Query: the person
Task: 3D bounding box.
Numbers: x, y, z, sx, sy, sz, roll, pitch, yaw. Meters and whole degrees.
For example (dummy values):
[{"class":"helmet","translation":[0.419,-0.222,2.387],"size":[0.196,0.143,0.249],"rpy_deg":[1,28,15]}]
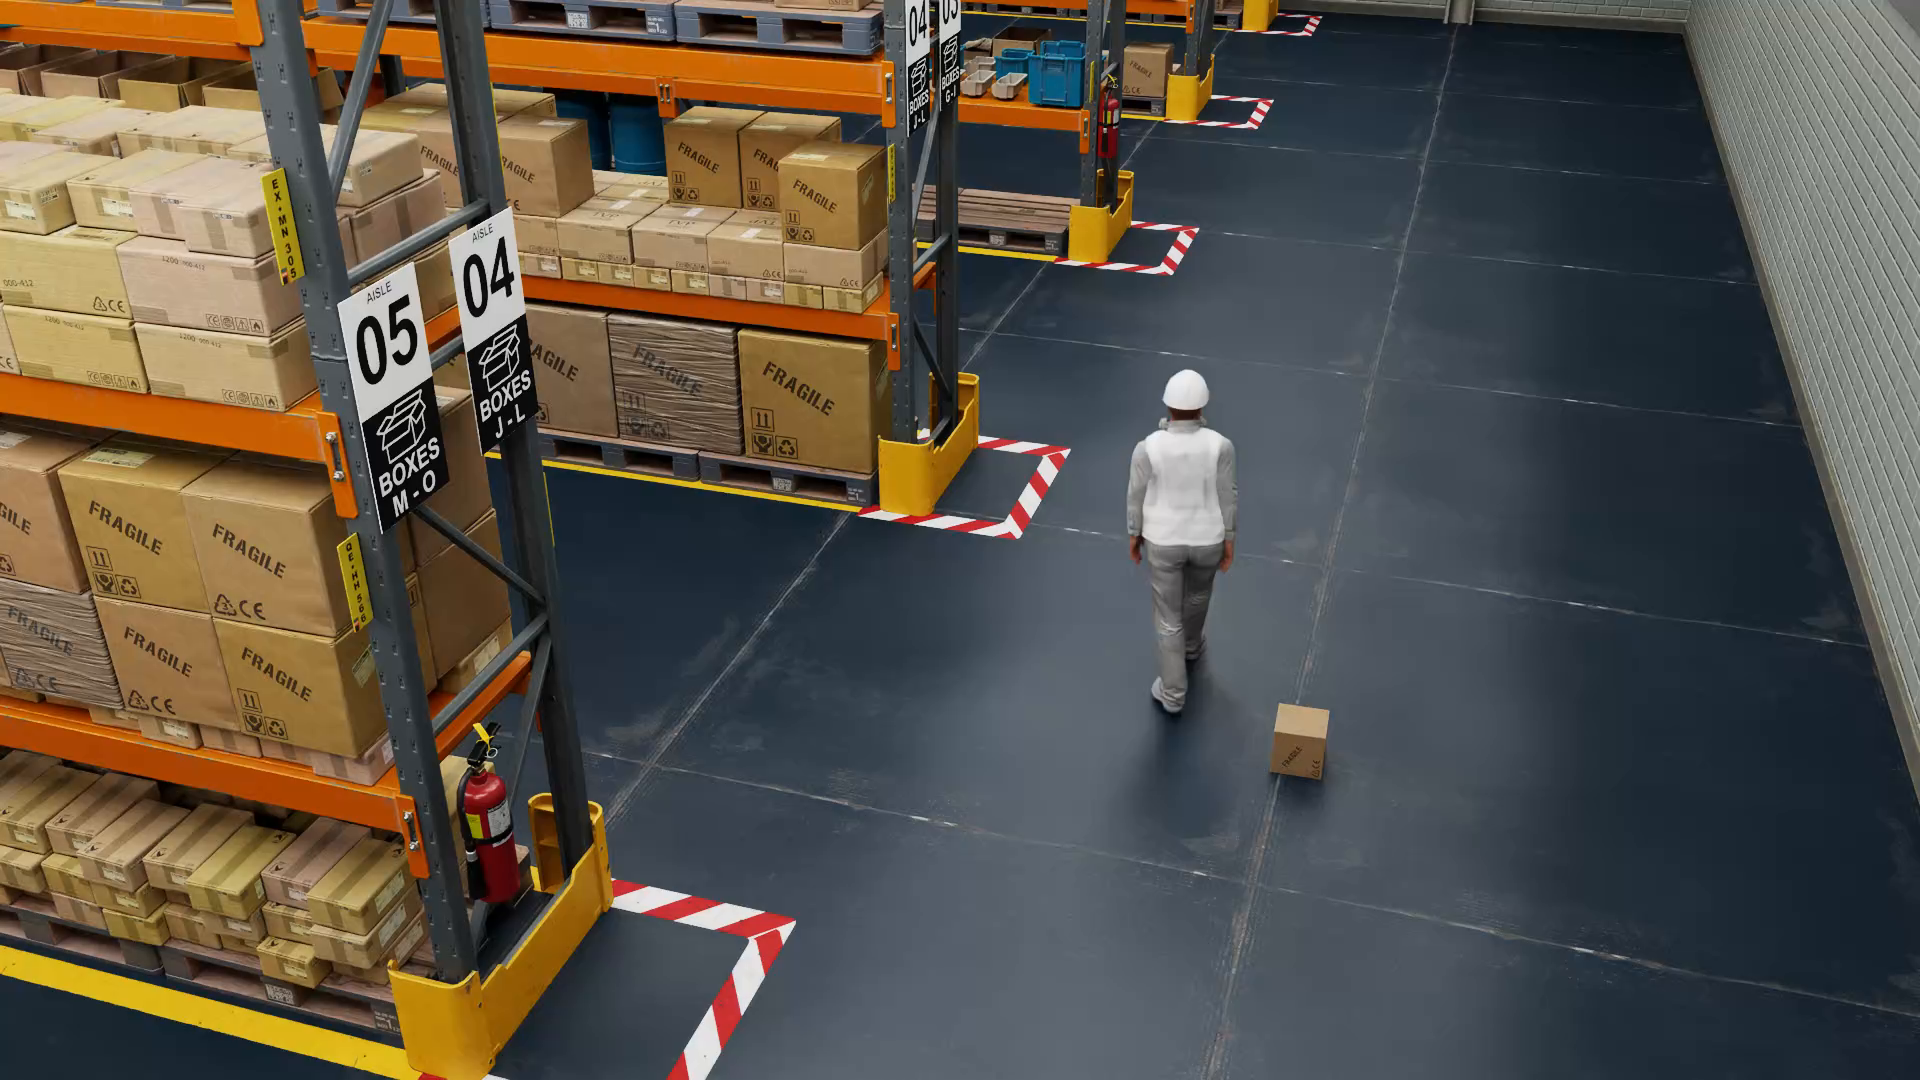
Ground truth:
[{"class":"person","translation":[1.126,-0.040,8.564],"size":[0.553,1.741,0.890],"rpy_deg":[-1,29,-2]}]
